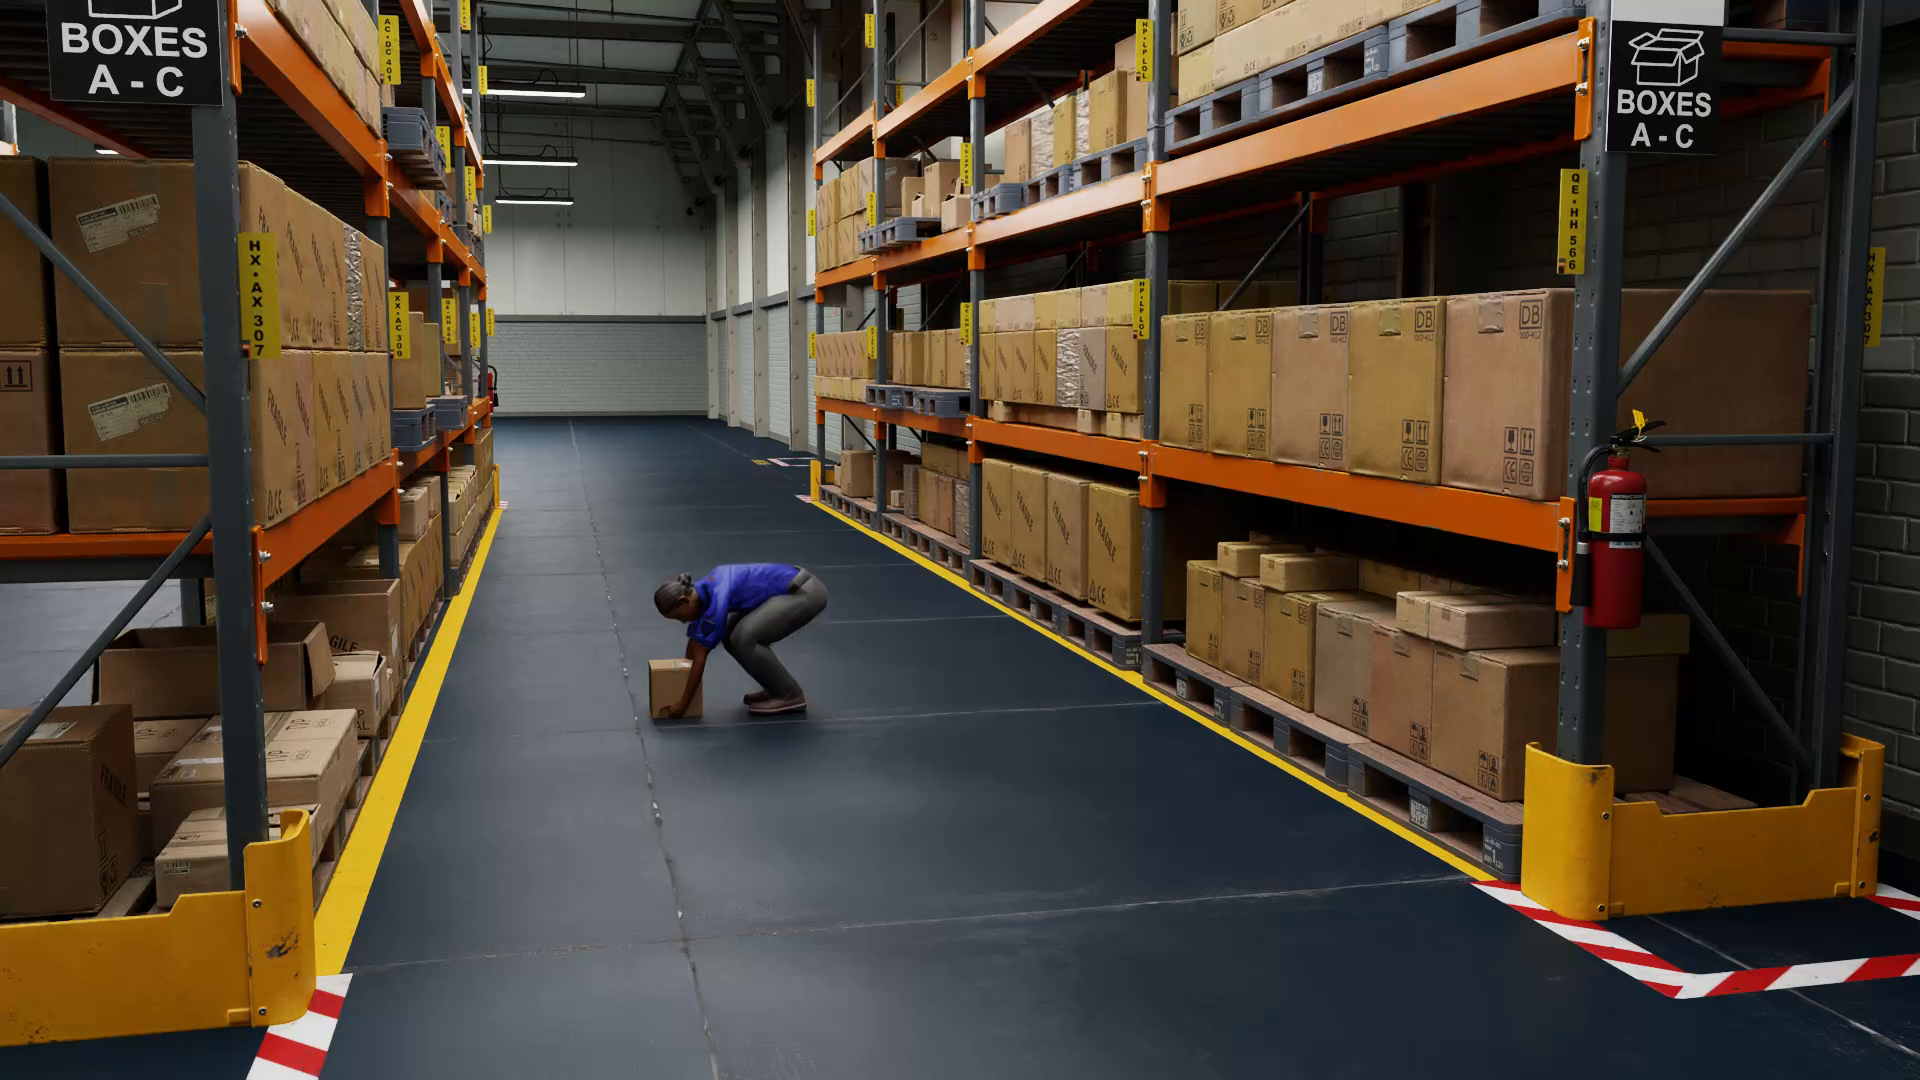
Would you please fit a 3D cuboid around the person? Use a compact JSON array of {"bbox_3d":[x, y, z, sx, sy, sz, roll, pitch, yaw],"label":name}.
[{"bbox_3d":[-1.007,0.041,8.374,0.508,1.656,0.423,-2,6,-15],"label":"person"}]
